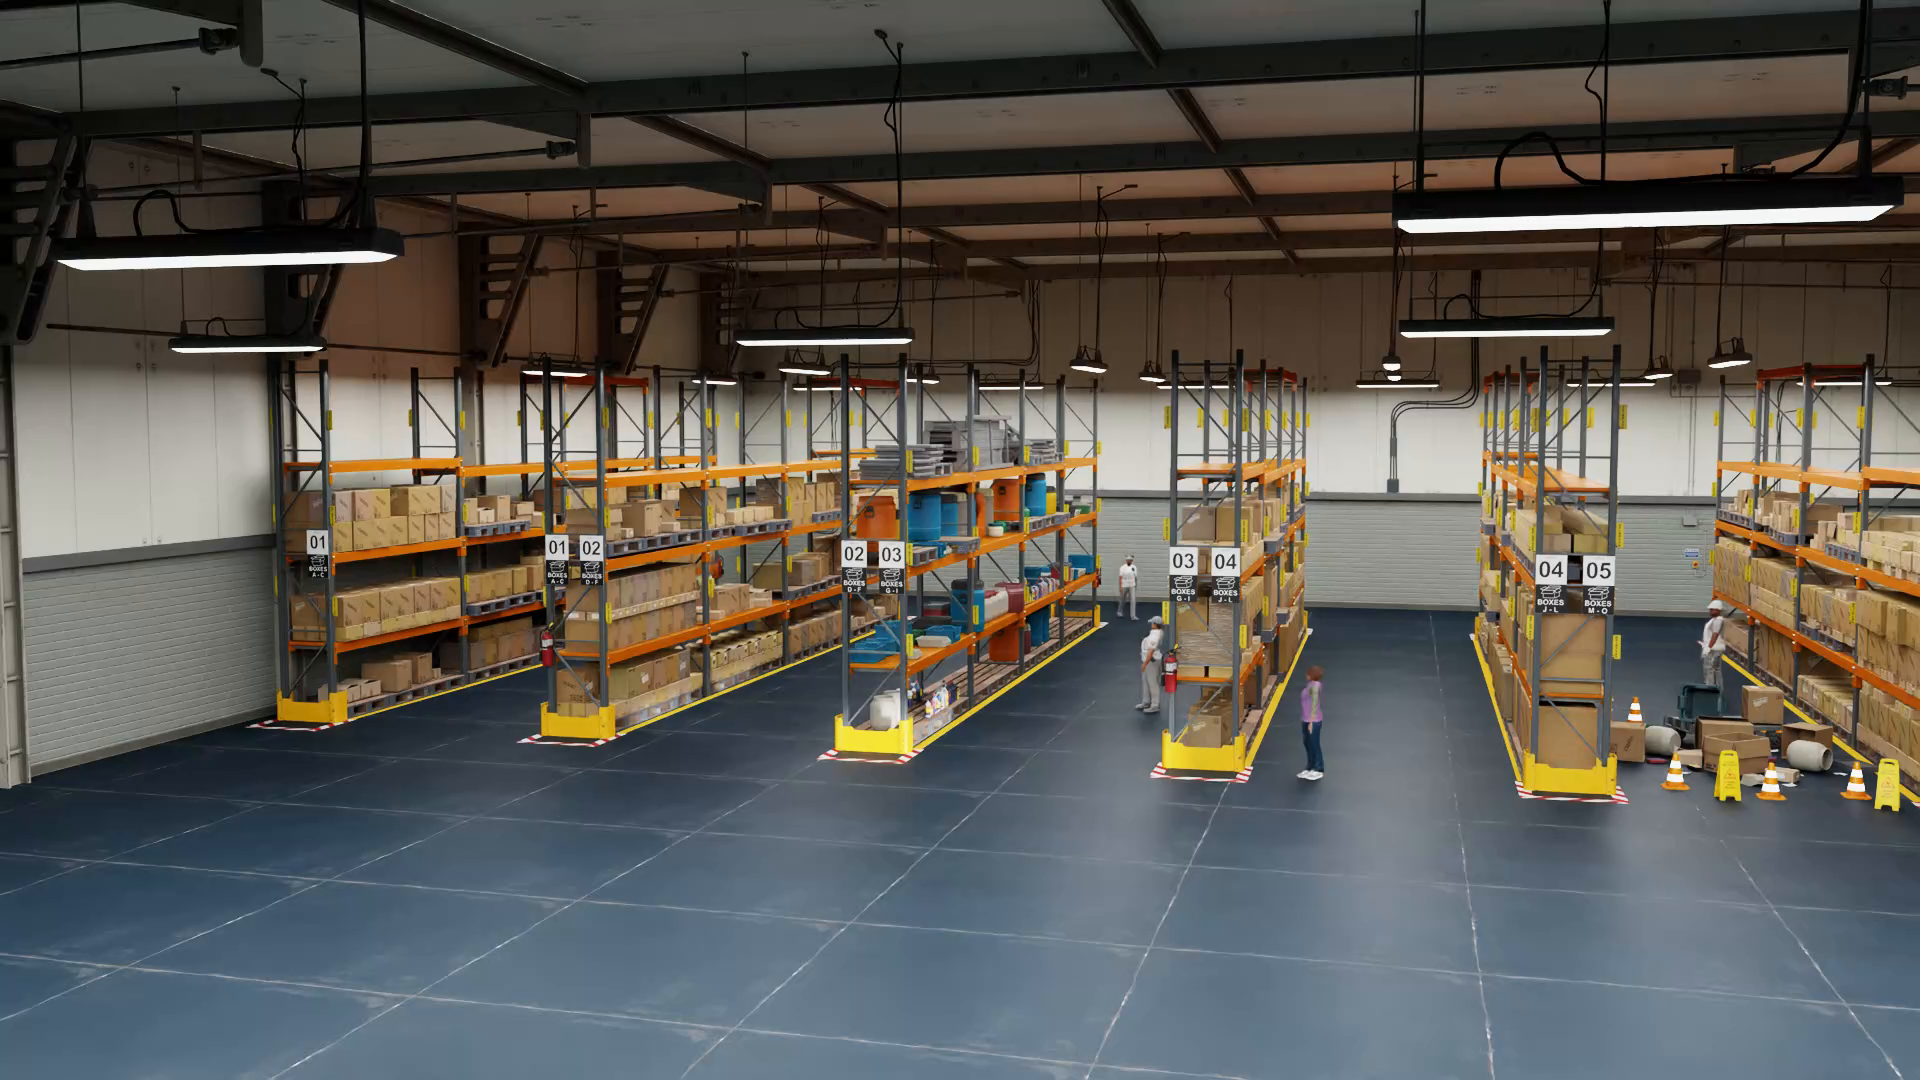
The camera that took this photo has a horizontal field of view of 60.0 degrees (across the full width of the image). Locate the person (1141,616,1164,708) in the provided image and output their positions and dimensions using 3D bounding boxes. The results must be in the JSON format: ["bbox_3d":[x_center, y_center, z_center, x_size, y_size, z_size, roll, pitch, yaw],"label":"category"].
[{"bbox_3d":[3.312,2.081,28.656,0.415,1.575,0.535,0,4,-2],"label":"person"}]

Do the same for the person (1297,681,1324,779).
[{"bbox_3d":[4.906,2.658,23.209,0.356,1.398,0.396,-1,4,-13],"label":"person"}]

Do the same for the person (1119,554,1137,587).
[{"bbox_3d":[4.220,0.767,41.651,0.448,0.833,0.331,-1,4,-11],"label":"person"}]

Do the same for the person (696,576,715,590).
[{"bbox_3d":[-5.977,1.489,38.994,0.481,1.318,0.899,1,4,10],"label":"person"}]

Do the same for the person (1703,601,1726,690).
[{"bbox_3d":[13.478,1.948,29.736,0.653,1.725,0.398,-4,6,-44],"label":"person"}]
